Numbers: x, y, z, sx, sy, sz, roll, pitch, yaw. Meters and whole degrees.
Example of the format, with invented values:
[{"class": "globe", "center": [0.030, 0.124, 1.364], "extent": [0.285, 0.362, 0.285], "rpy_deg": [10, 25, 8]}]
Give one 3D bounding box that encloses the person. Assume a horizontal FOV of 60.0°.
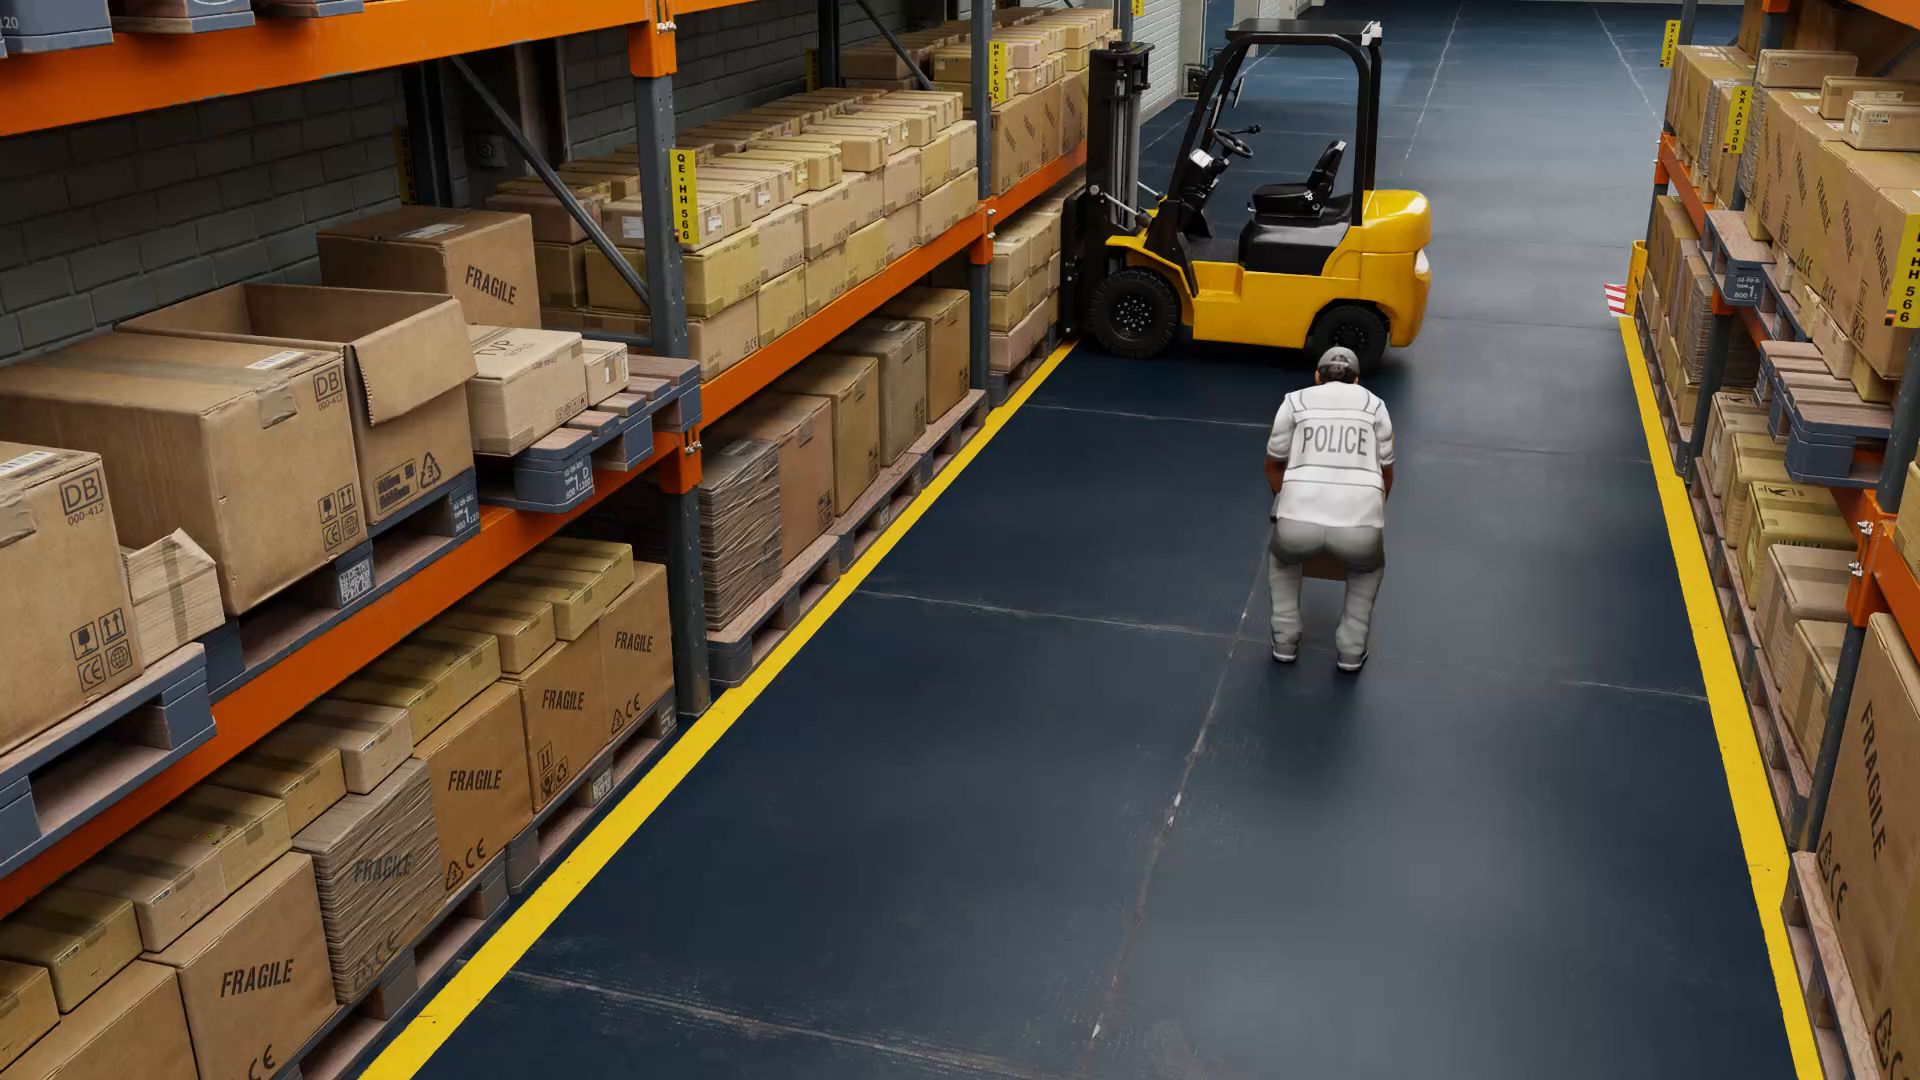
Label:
[{"class": "person", "center": [1.532, -0.024, 6.984], "extent": [0.529, 1.040, 0.835], "rpy_deg": [6, 23, 15]}]
